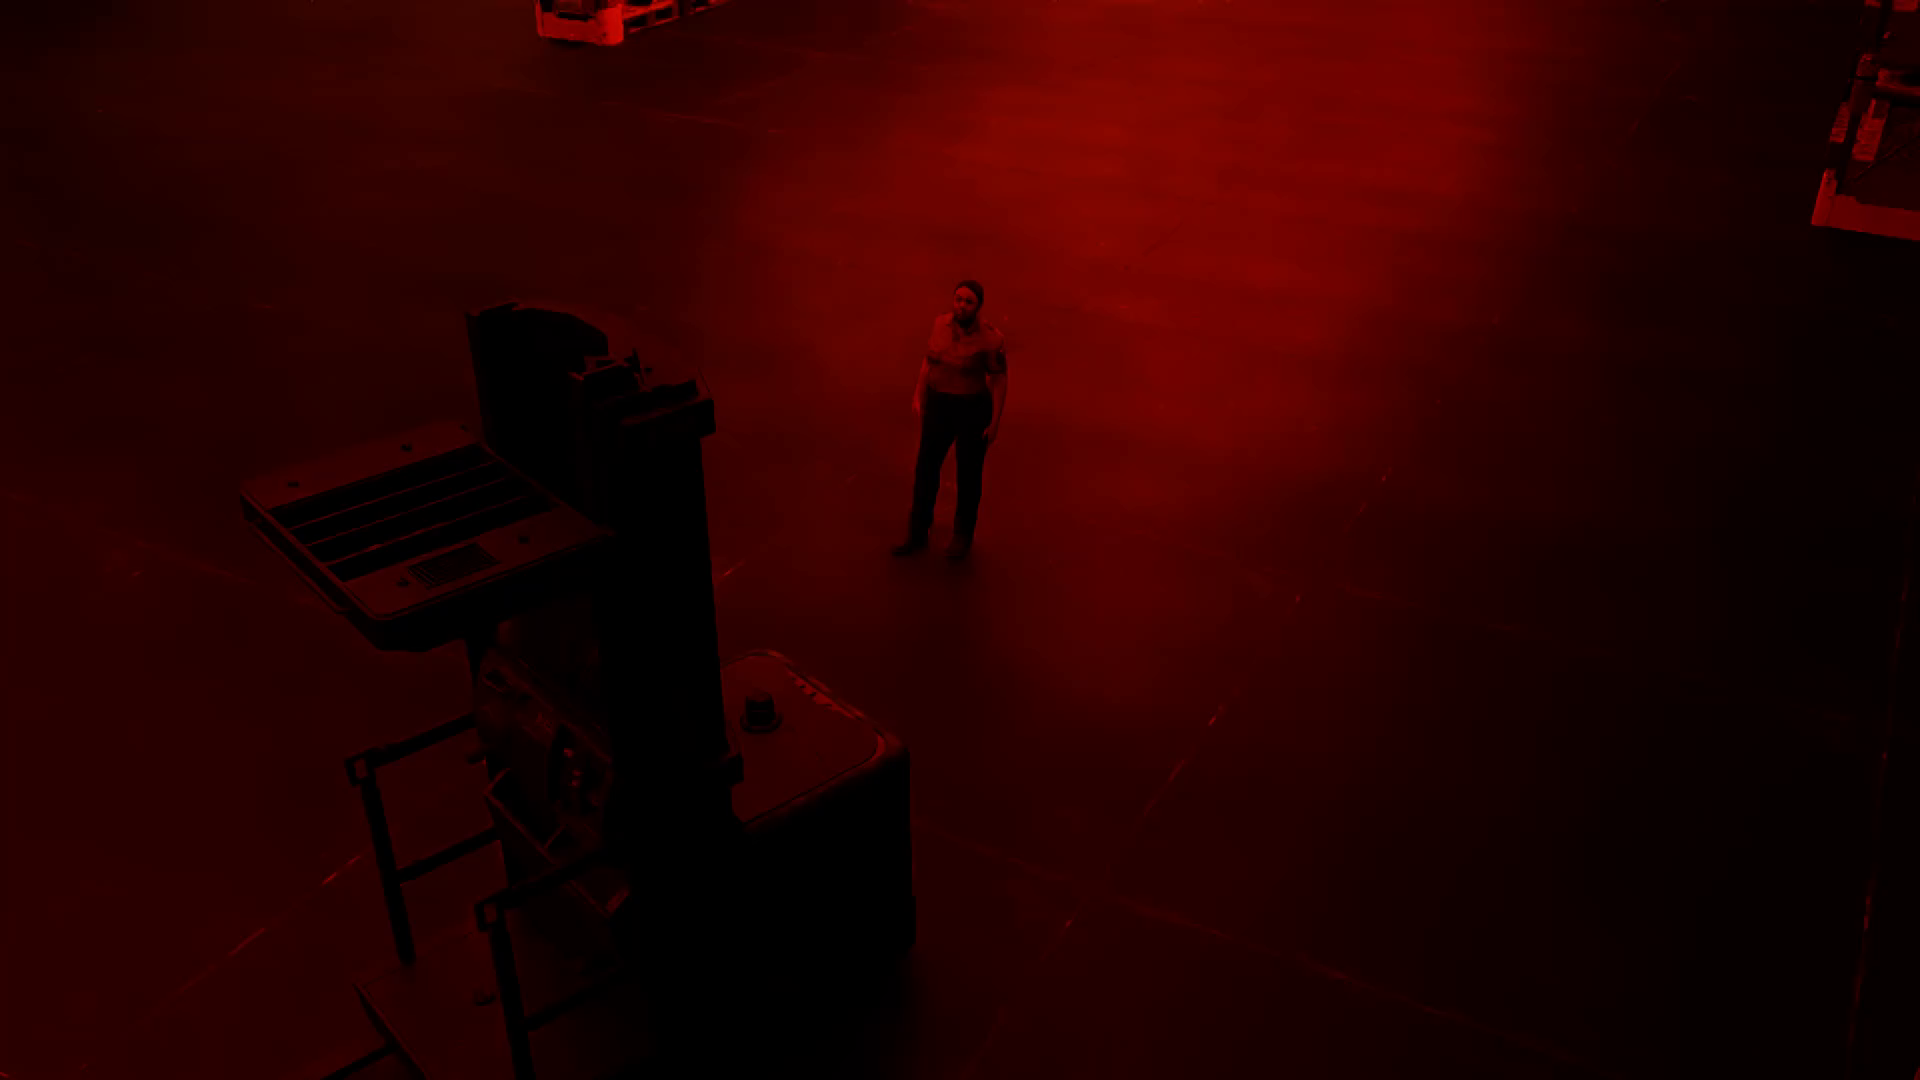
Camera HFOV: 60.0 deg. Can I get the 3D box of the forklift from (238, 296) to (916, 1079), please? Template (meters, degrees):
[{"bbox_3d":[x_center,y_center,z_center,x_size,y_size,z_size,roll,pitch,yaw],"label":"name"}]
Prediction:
[{"bbox_3d":[-1.627,0.765,5.746,3.031,2.935,1.130,-24,37,-35],"label":"forklift"}]

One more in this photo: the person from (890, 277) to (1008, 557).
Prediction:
[{"bbox_3d":[-0.063,-0.686,9.529,0.599,1.650,0.502,15,33,25],"label":"person"}]
